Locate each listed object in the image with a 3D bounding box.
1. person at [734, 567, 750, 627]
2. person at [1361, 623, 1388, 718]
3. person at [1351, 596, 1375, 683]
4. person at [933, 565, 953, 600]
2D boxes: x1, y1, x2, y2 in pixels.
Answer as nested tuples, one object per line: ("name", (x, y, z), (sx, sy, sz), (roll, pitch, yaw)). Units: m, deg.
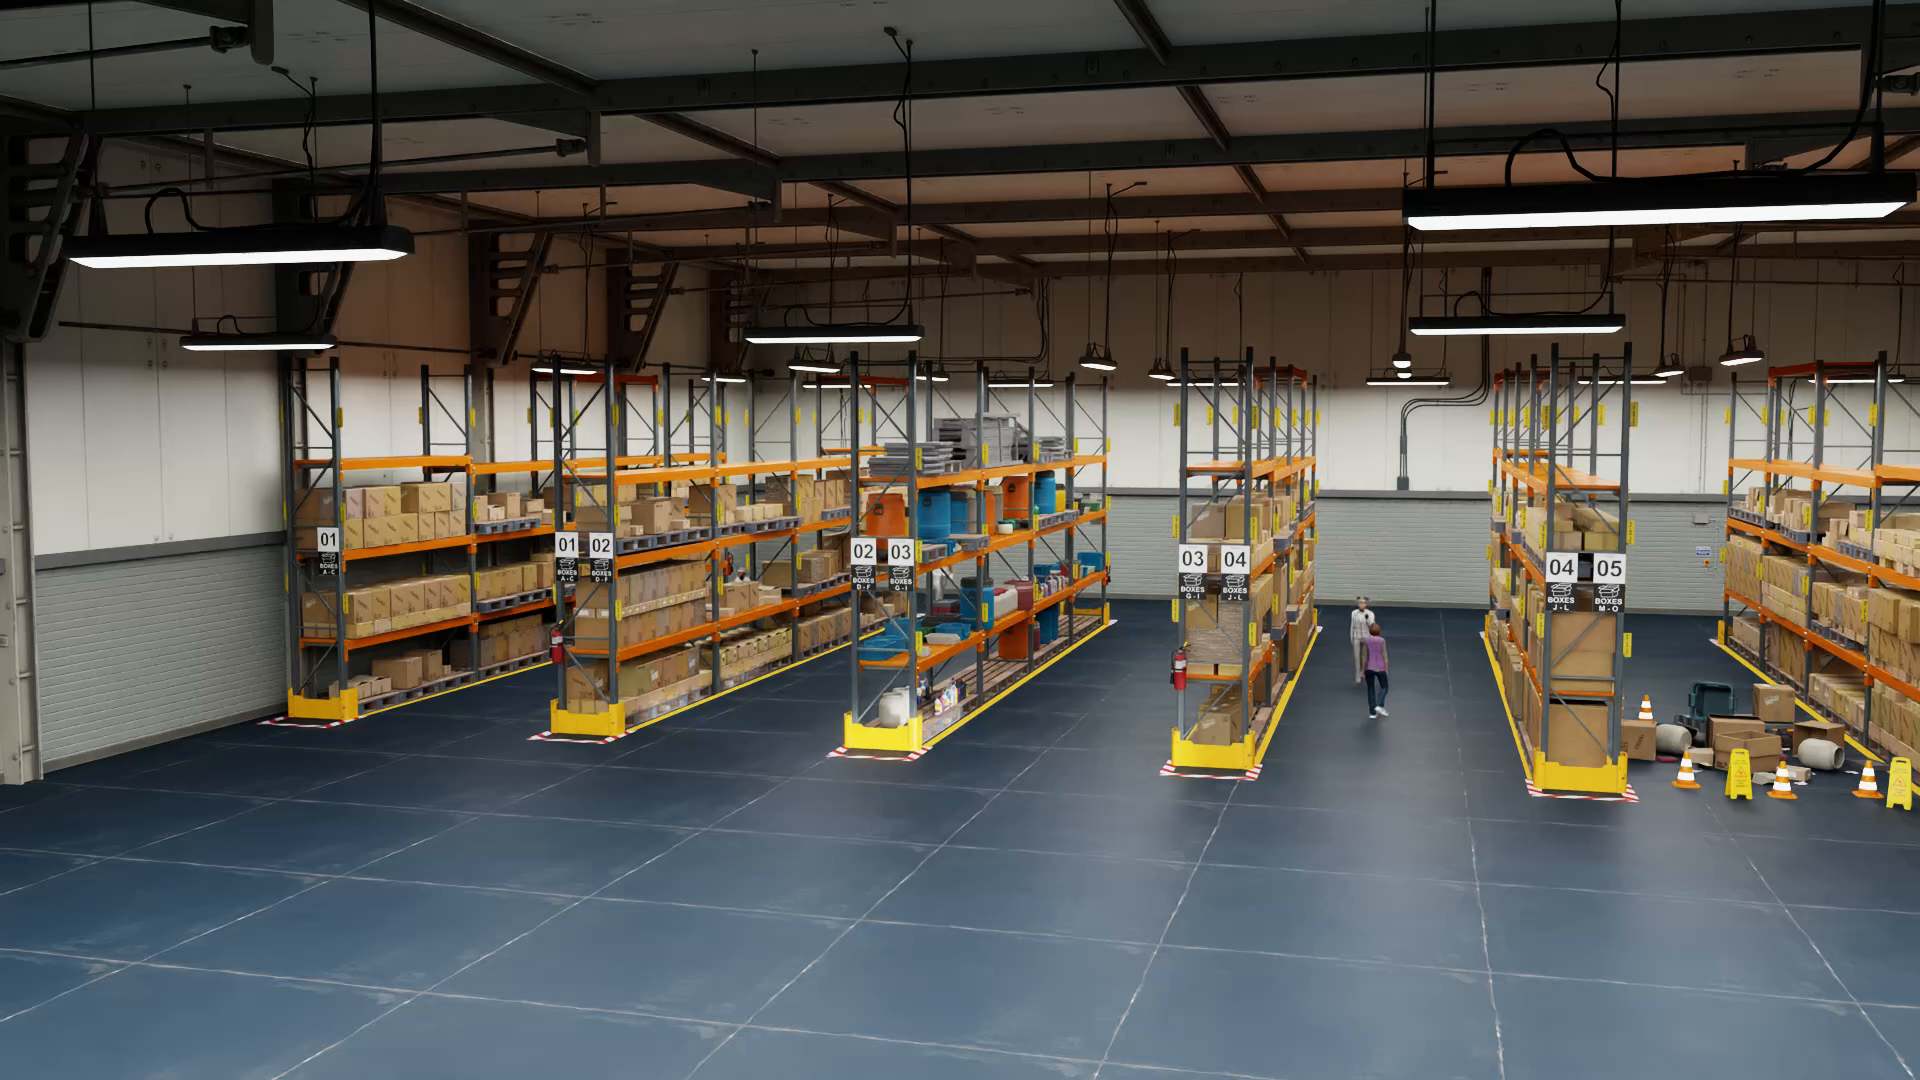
("person", (-4.937, 1.398, 38.255), (0.548, 1.602, 0.737), (2, 5, 24))
("person", (6.904, 2.180, 27.652), (0.463, 1.596, 0.471), (1, 4, 19))
("person", (7.644, 1.857, 31.482), (0.439, 1.608, 1.038), (0, 4, 5))
("person", (-0.492, 0.944, 43.366), (0.588, 1.788, 0.904), (-1, 4, -16))
